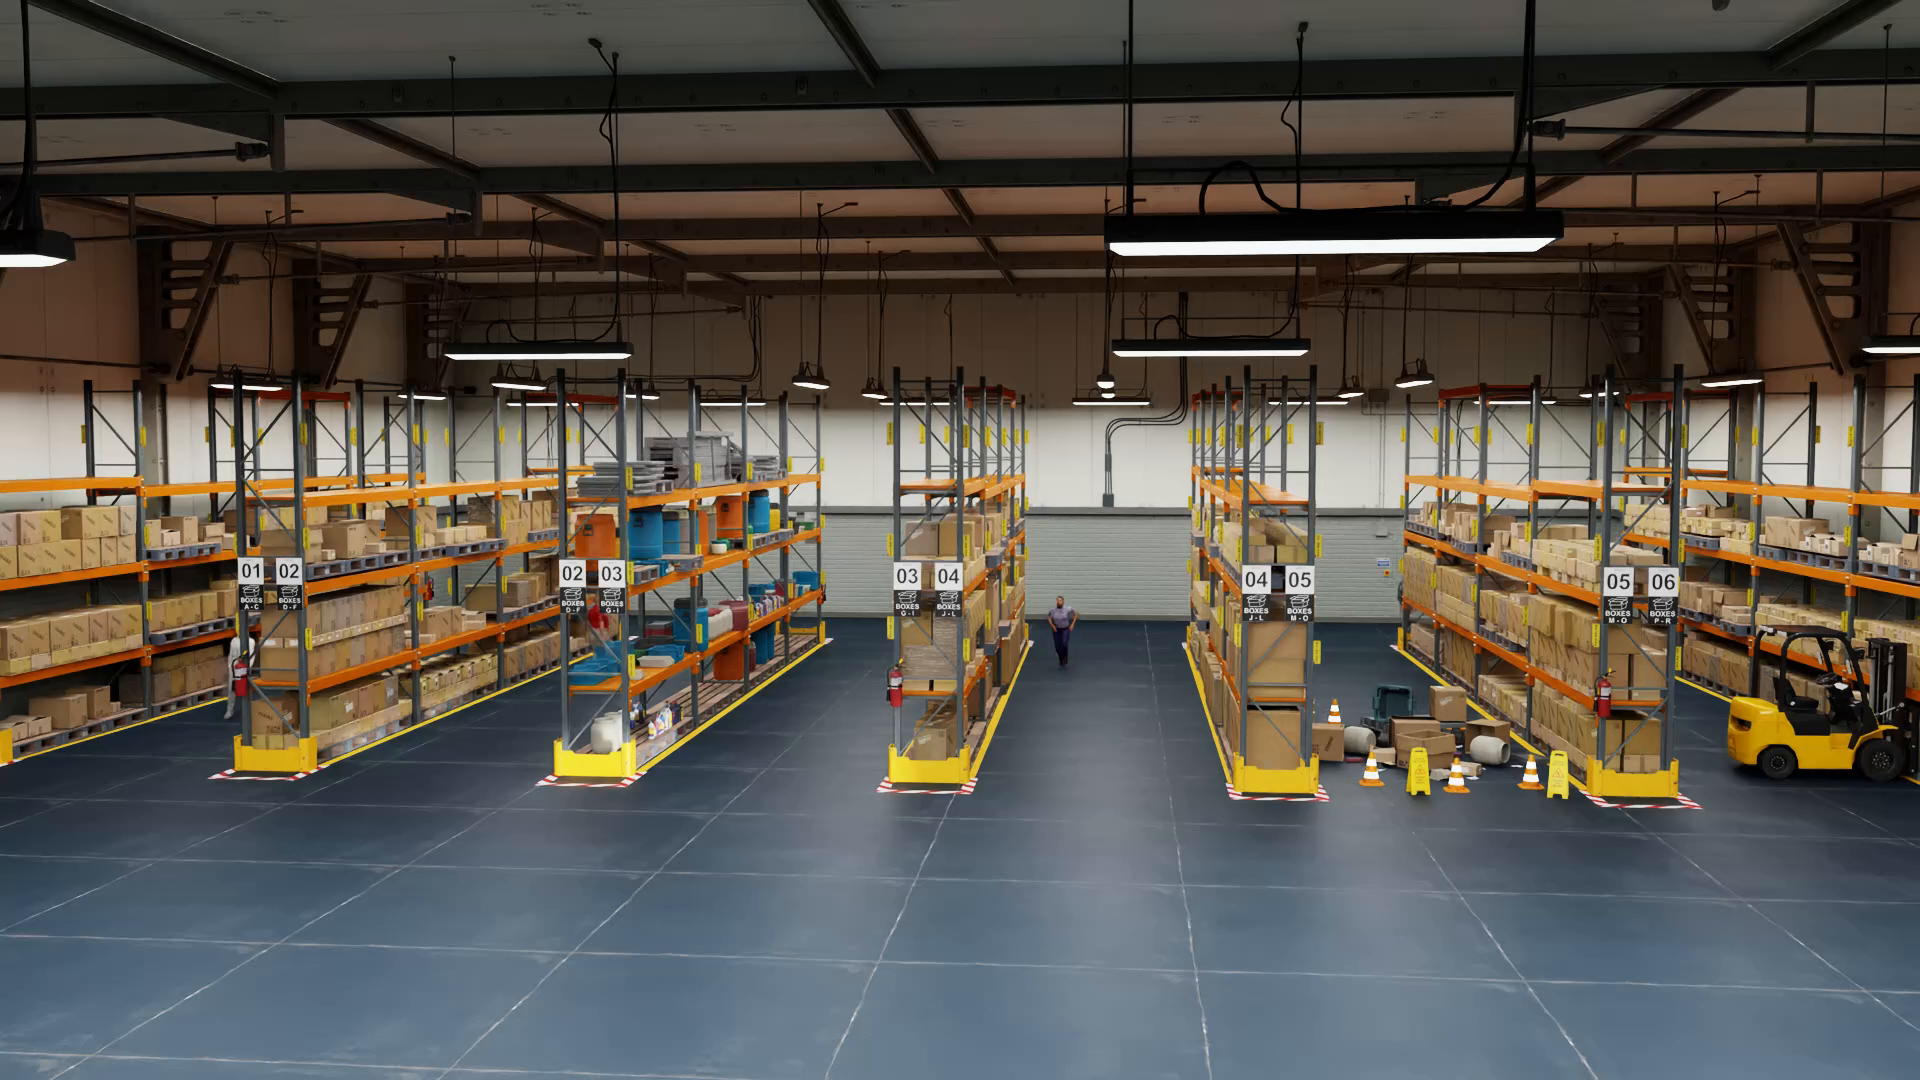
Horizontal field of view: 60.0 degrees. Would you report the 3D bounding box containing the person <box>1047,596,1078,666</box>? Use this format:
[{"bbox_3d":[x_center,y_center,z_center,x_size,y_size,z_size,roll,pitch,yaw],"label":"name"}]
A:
[{"bbox_3d":[2.229,1.979,36.117,0.639,1.563,0.751,1,4,14],"label":"person"}]

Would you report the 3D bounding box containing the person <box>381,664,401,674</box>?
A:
[{"bbox_3d":[-11.521,2.049,33.644,0.672,1.746,0.619,0,4,5],"label":"person"}]

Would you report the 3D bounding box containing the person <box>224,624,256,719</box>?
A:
[{"bbox_3d":[-12.936,2.333,29.815,0.516,1.672,0.718,0,4,-4],"label":"person"}]

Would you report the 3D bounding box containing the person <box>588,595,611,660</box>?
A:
[{"bbox_3d":[-7.471,2.000,34.298,0.590,1.702,0.493,2,4,25],"label":"person"}]

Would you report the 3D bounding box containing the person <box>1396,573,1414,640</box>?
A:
[{"bbox_3d":[11.047,1.604,40.944,0.803,1.699,0.541,-1,4,-15],"label":"person"}]
